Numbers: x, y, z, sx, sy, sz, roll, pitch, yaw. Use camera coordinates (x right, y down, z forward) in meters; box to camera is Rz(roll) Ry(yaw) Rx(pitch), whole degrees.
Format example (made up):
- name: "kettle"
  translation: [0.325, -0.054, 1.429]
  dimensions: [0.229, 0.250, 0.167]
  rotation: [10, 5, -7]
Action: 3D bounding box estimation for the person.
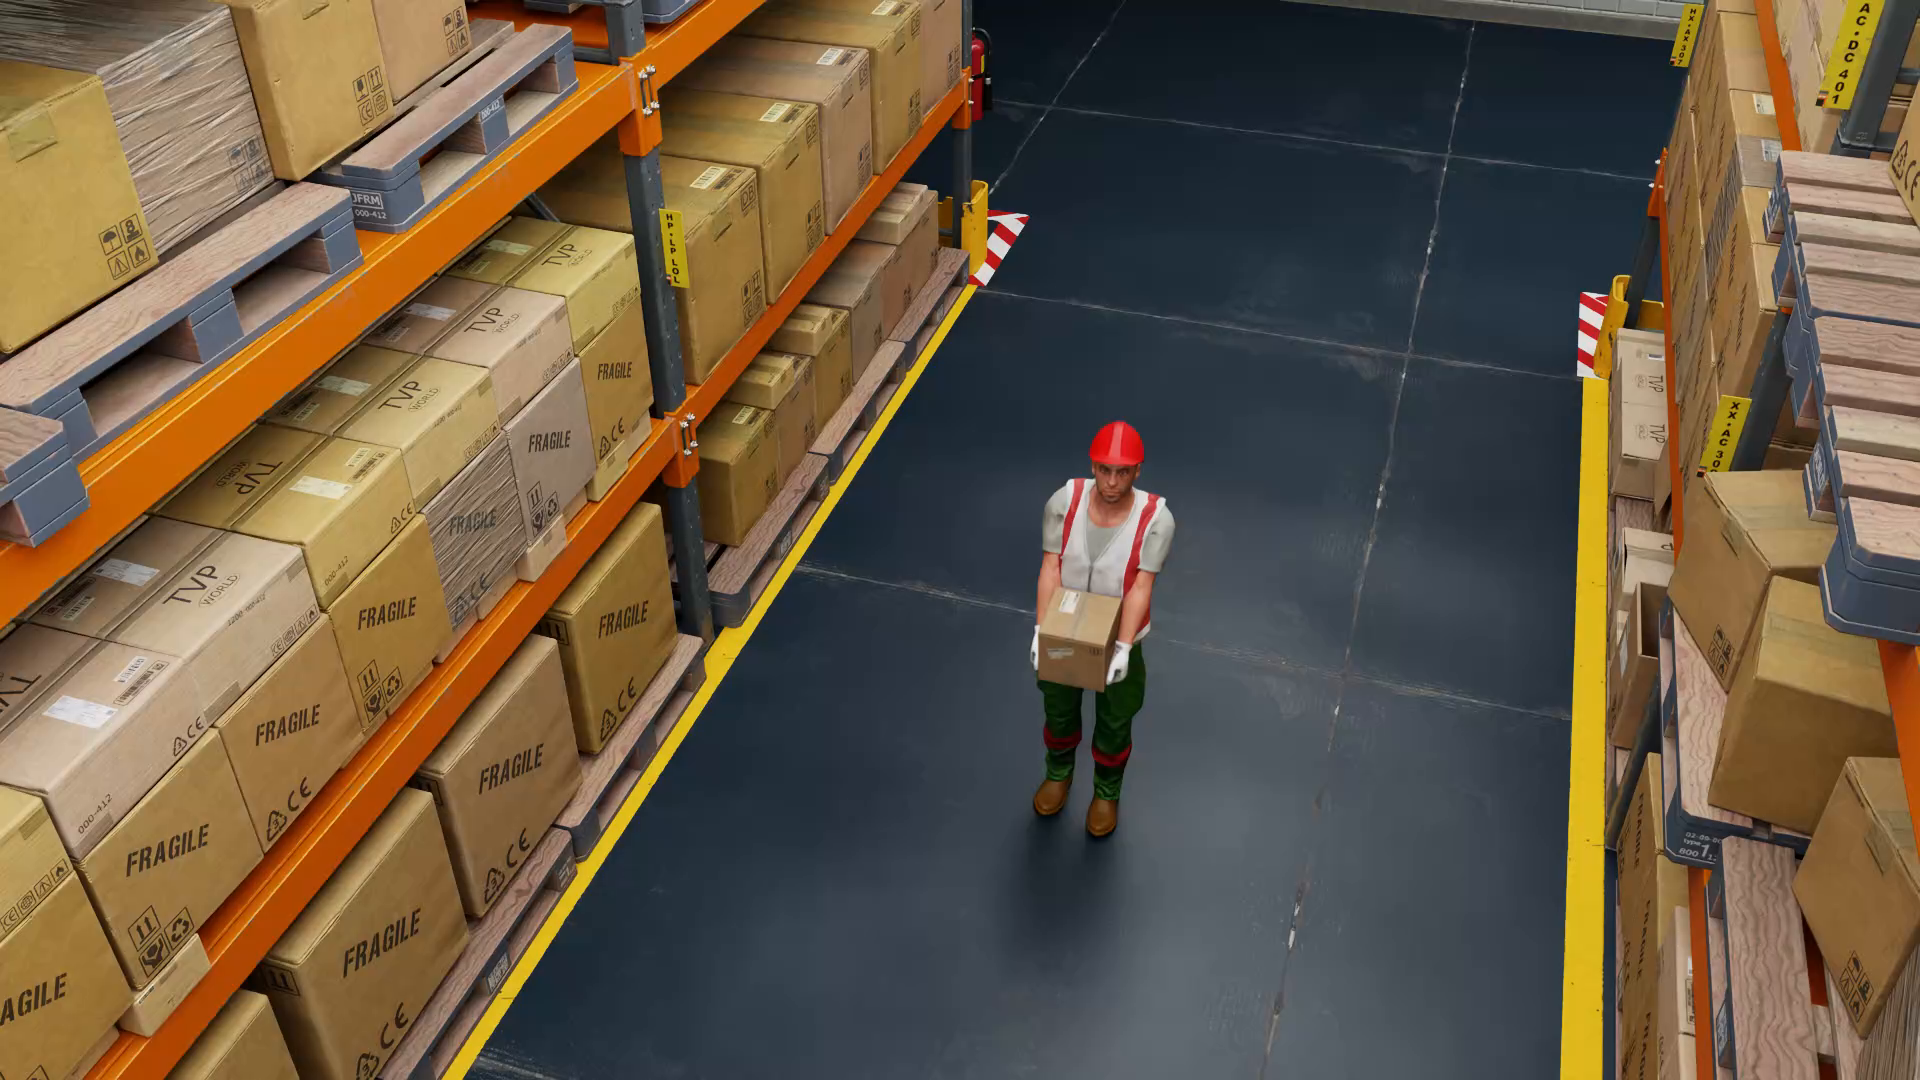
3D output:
- name: "person"
  translation: [0.508, 0.400, 6.341]
  dimensions: [0.493, 1.782, 0.564]
  rotation: [11, 38, 14]
